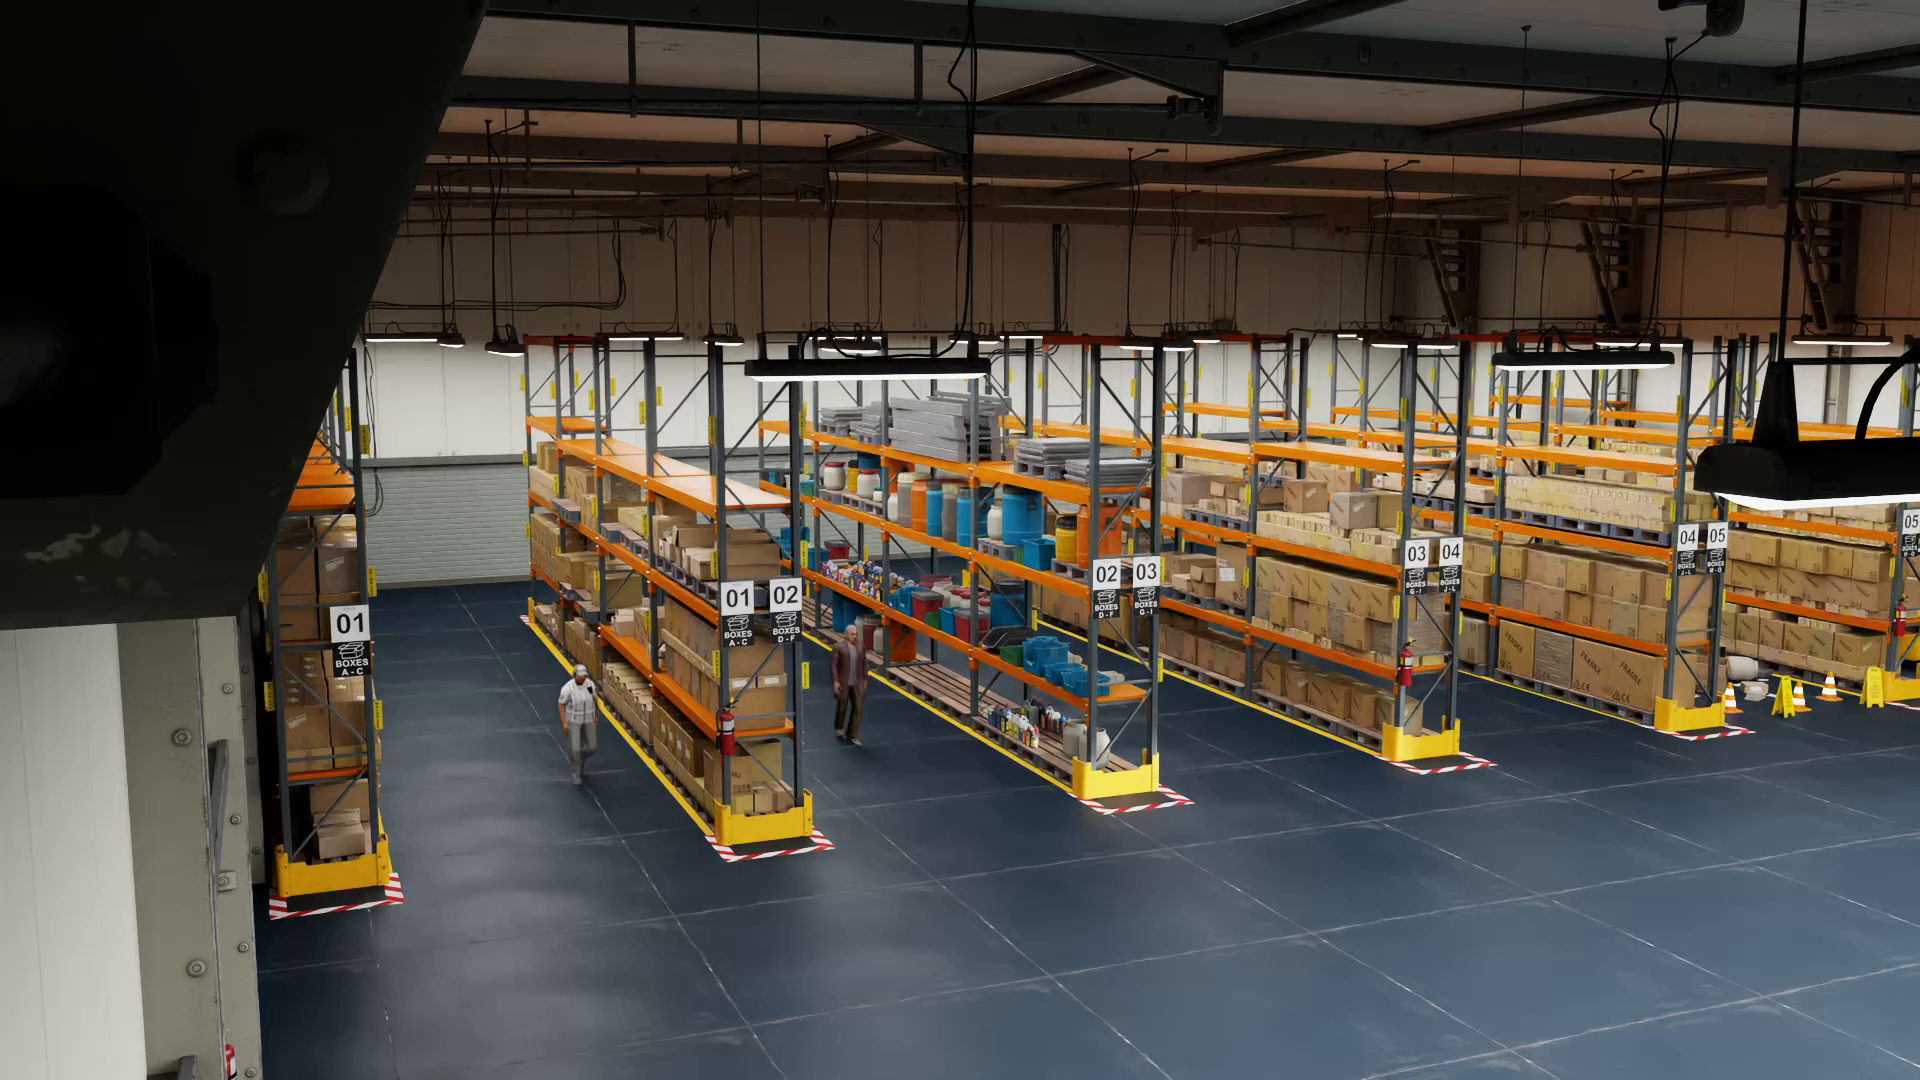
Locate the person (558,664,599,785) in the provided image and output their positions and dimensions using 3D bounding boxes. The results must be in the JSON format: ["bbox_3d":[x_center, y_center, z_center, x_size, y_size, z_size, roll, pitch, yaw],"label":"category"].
[{"bbox_3d":[-5.245,2.499,22.872,0.571,1.647,0.572,-5,9,-32],"label":"person"}]

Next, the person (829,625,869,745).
[{"bbox_3d":[-1.655,2.175,25.012,0.675,1.816,0.728,-4,9,-27],"label":"person"}]

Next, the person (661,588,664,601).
[{"bbox_3d":[-6.761,0.519,37.432,0.596,1.663,1.074,-3,8,-22],"label":"person"}]
